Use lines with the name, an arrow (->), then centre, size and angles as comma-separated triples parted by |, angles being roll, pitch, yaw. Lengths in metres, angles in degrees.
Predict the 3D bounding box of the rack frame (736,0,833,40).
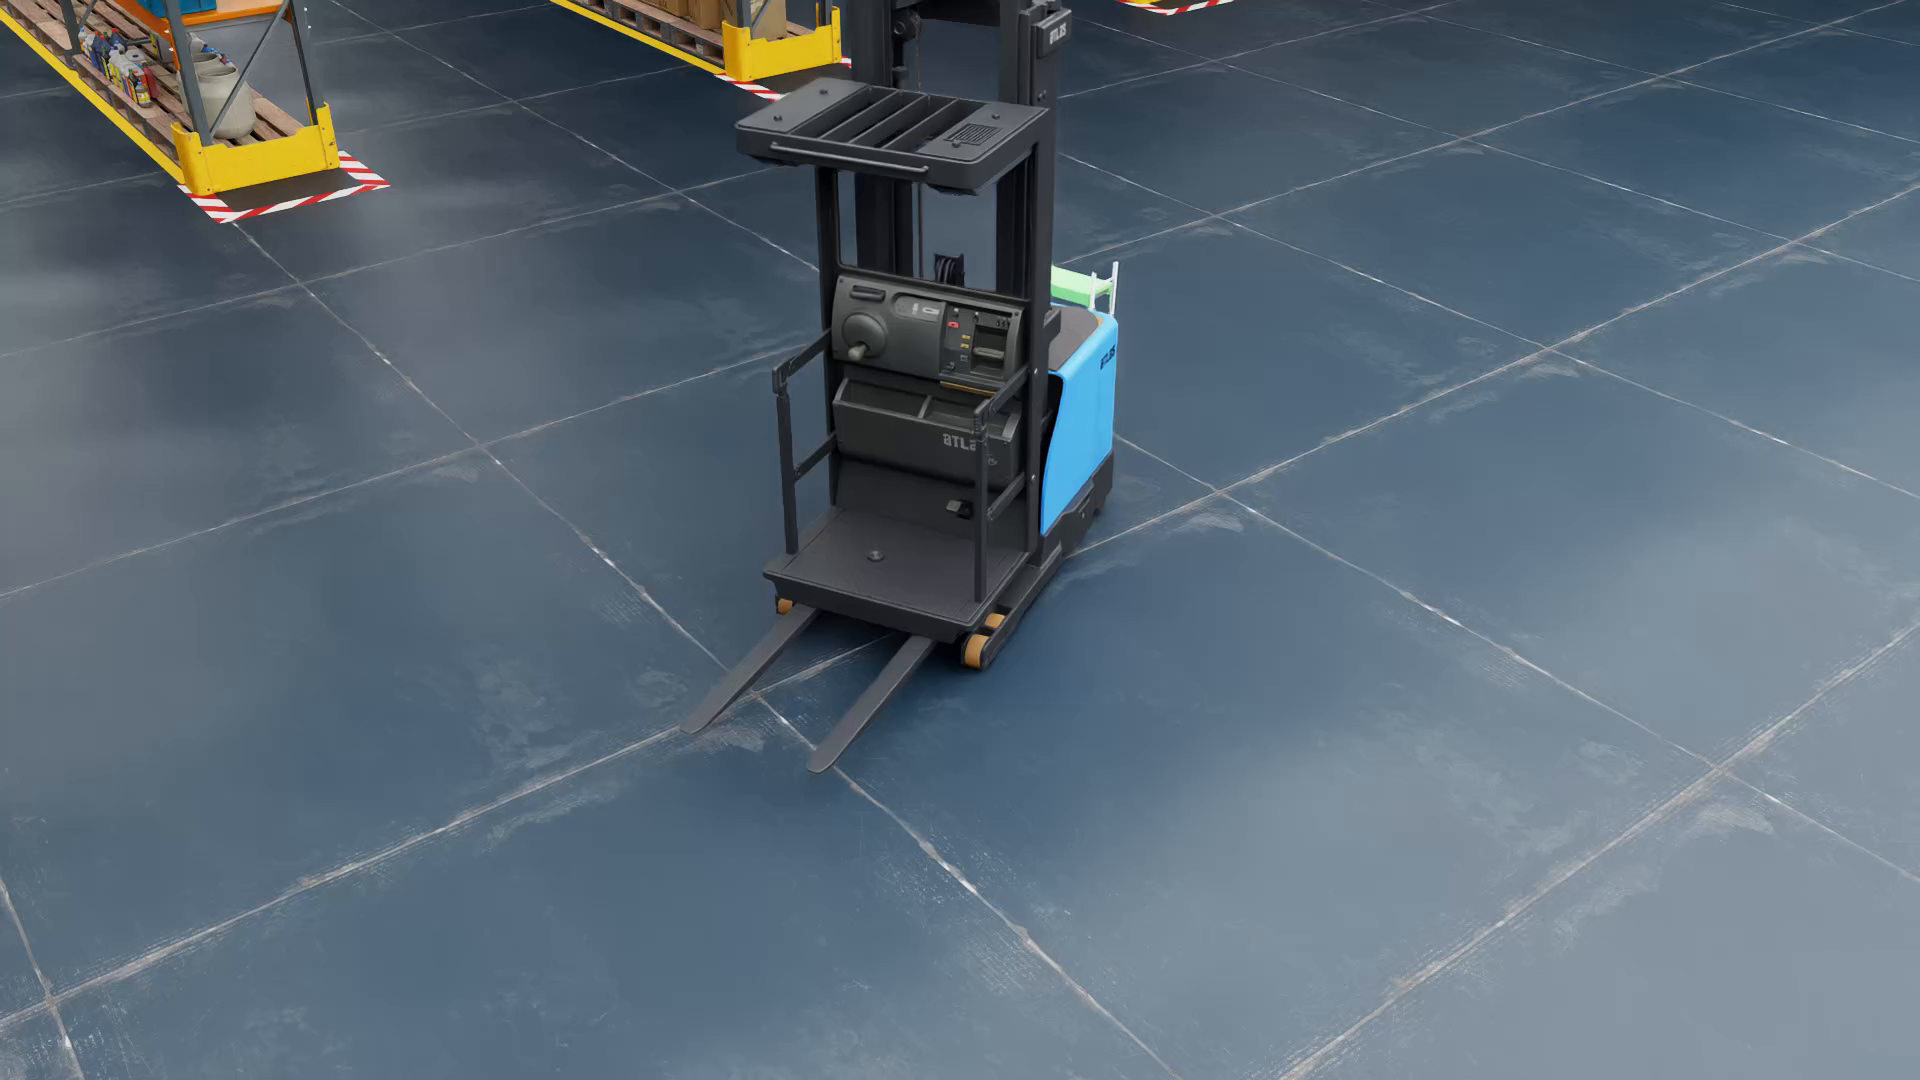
rack frame -> -1.657, -5.822, 15.281 | 1.000, 3.000, 0.127 | -22, 38, -31

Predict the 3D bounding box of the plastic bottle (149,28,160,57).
plastic bottle -> -7.513, -4.727, 15.611 | 0.144, 0.351, 0.185 | -22, 38, -31

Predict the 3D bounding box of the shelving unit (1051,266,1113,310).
shelving unit -> 0.543, -0.991, 9.194 | 0.492, 1.200, 0.258 | 21, 34, 30

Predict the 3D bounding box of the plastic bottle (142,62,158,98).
plastic bottle -> -7.091, -4.025, 14.545 | 0.061, 0.283, 0.133 | -22, 38, -31

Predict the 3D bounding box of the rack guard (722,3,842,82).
rack guard -> -1.703, -4.792, 15.992 | 1.175, 0.500, 0.348 | -22, 38, -31

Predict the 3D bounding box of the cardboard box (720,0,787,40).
cardboard box -> -2.026, -5.205, 16.258 | 0.500, 0.500, 0.500 | -15, 35, -23

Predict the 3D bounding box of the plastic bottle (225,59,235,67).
plastic bottle -> -6.435, -4.104, 14.684 | 0.097, 0.271, 0.097 | 0, 32, 0

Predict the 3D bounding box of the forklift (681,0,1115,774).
forklift -> -0.249, -0.902, 7.425 | 1.121, 2.935, 3.031 | 14, 34, 21

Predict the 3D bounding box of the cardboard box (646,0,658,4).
cardboard box -> -3.096, -5.957, 17.469 | 0.500, 0.500, 0.500 | -26, 40, -35

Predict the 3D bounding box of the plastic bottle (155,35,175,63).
plastic bottle -> -7.383, -4.603, 15.483 | 0.152, 0.276, 0.135 | -22, 38, -31

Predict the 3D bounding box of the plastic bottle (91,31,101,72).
plastic bottle -> -7.855, -4.478, 15.210 | 0.144, 0.351, 0.185 | -21, 38, -30

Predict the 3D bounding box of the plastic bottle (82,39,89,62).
plastic bottle -> -8.111, -4.568, 15.497 | 0.097, 0.201, 0.097 | 0, 32, 0

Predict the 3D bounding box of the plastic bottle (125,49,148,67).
plastic bottle -> -7.377, -4.249, 14.912 | 0.152, 0.276, 0.135 | -22, 38, -31

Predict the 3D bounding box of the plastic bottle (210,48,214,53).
plastic bottle -> -6.706, -4.289, 14.981 | 0.097, 0.271, 0.097 | 0, 32, 0

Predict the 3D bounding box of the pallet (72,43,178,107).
pallet -> -7.643, -4.409, 15.649 | 1.003, 0.211, 1.213 | -22, 38, -31

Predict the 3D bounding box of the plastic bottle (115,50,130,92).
plastic bottle -> -7.364, -4.145, 14.674 | 0.144, 0.351, 0.185 | -21, 37, -29

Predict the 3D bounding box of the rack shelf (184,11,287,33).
rack shelf -> -6.796, -4.809, 14.195 | 0.831, 0.071, 3.687 | -22, 38, -31

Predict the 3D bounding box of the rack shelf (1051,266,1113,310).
rack shelf -> 0.562, -1.352, 8.989 | 0.480, 0.148, 0.258 | 21, 34, 30

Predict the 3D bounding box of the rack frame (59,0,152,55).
rack frame -> -8.022, -5.887, 15.385 | 1.000, 3.000, 0.127 | -22, 38, -31

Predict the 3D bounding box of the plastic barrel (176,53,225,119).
plastic barrel -> -6.340, -3.800, 13.985 | 0.421, 0.512, 0.421 | 0, 32, 0

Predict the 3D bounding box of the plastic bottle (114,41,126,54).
plastic bottle -> -7.671, -4.423, 15.197 | 0.097, 0.271, 0.097 | 0, 32, 0

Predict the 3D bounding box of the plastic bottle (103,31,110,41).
plastic bottle -> -7.869, -4.554, 15.397 | 0.061, 0.283, 0.133 | -22, 38, -31

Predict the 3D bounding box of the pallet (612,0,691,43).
pallet -> -2.918, -5.528, 17.450 | 1.003, 0.211, 1.213 | -22, 38, -31

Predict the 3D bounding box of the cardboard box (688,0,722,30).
cardboard box -> -2.420, -5.443, 16.641 | 0.614, 0.500, 0.614 | -22, 38, -31

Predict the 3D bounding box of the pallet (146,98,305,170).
pallet -> -6.147, -3.392, 14.011 | 1.003, 0.211, 1.213 | -22, 38, -31

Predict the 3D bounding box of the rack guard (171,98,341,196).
rack guard -> -5.653, -3.174, 13.387 | 1.175, 0.500, 0.348 | -22, 38, -31

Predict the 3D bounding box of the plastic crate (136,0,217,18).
plastic crate -> -7.911, -5.581, 14.833 | 0.499, 0.464, 6.483 | -22, 38, -31

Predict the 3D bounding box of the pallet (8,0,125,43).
pallet -> -9.287, -5.526, 17.447 | 1.003, 0.211, 1.213 | -22, 38, -31

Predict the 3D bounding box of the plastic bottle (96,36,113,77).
plastic bottle -> -7.739, -4.399, 15.084 | 0.144, 0.351, 0.185 | -24, 39, -33

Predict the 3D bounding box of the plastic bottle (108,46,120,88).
plastic bottle -> -7.478, -4.222, 14.799 | 0.144, 0.351, 0.185 | -23, 38, -32

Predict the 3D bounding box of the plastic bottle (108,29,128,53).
plastic bottle -> -7.741, -4.525, 15.286 | 0.144, 0.351, 0.185 | -22, 38, -31

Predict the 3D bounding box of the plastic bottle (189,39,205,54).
plastic bottle -> -6.987, -4.458, 15.249 | 0.152, 0.276, 0.135 | -22, 38, -31

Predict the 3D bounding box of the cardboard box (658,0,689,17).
cardboard box -> -2.789, -5.710, 17.071 | 0.500, 0.500, 0.500 | -19, 36, -27

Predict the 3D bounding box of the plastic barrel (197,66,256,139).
plastic barrel -> -6.033, -3.591, 13.649 | 0.421, 0.512, 0.421 | 0, 32, 0

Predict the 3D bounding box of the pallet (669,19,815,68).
pallet -> -2.174, -5.019, 16.632 | 1.003, 0.211, 1.213 | -22, 38, -31

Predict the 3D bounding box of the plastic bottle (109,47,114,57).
plastic bottle -> -7.619, -4.316, 15.026 | 0.097, 0.271, 0.097 | 0, 32, 0

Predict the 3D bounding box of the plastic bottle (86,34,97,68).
plastic bottle -> -7.953, -4.516, 15.343 | 0.152, 0.276, 0.135 | -21, 37, -30

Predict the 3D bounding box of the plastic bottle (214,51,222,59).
plastic bottle -> -6.645, -4.247, 14.914 | 0.097, 0.271, 0.097 | 0, 32, 0

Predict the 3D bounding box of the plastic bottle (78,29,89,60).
plastic bottle -> -8.173, -4.640, 15.547 | 0.097, 0.271, 0.097 | 0, 32, 0

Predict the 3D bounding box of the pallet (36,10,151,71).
pallet -> -8.534, -5.017, 16.628 | 1.003, 0.211, 1.213 | -22, 38, -31

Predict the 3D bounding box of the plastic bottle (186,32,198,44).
plastic bottle -> -7.084, -4.559, 15.341 | 0.144, 0.351, 0.185 | -23, 38, -32

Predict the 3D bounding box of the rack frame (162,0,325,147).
rack frame -> -5.569, -4.220, 12.701 | 1.000, 3.000, 0.127 | -22, 38, -31

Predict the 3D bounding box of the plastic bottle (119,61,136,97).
plastic bottle -> -7.260, -4.045, 14.584 | 0.152, 0.276, 0.135 | -23, 39, -33

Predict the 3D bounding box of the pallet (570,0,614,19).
pallet -> -3.670, -6.036, 18.269 | 1.003, 0.211, 1.213 | -22, 38, -31

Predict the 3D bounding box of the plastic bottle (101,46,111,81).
plastic bottle -> -7.671, -4.288, 14.969 | 0.061, 0.283, 0.133 | -20, 37, -29

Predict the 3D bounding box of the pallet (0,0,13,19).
pallet -> -10.030, -6.034, 18.265 | 1.003, 0.211, 1.213 | -22, 38, -31
